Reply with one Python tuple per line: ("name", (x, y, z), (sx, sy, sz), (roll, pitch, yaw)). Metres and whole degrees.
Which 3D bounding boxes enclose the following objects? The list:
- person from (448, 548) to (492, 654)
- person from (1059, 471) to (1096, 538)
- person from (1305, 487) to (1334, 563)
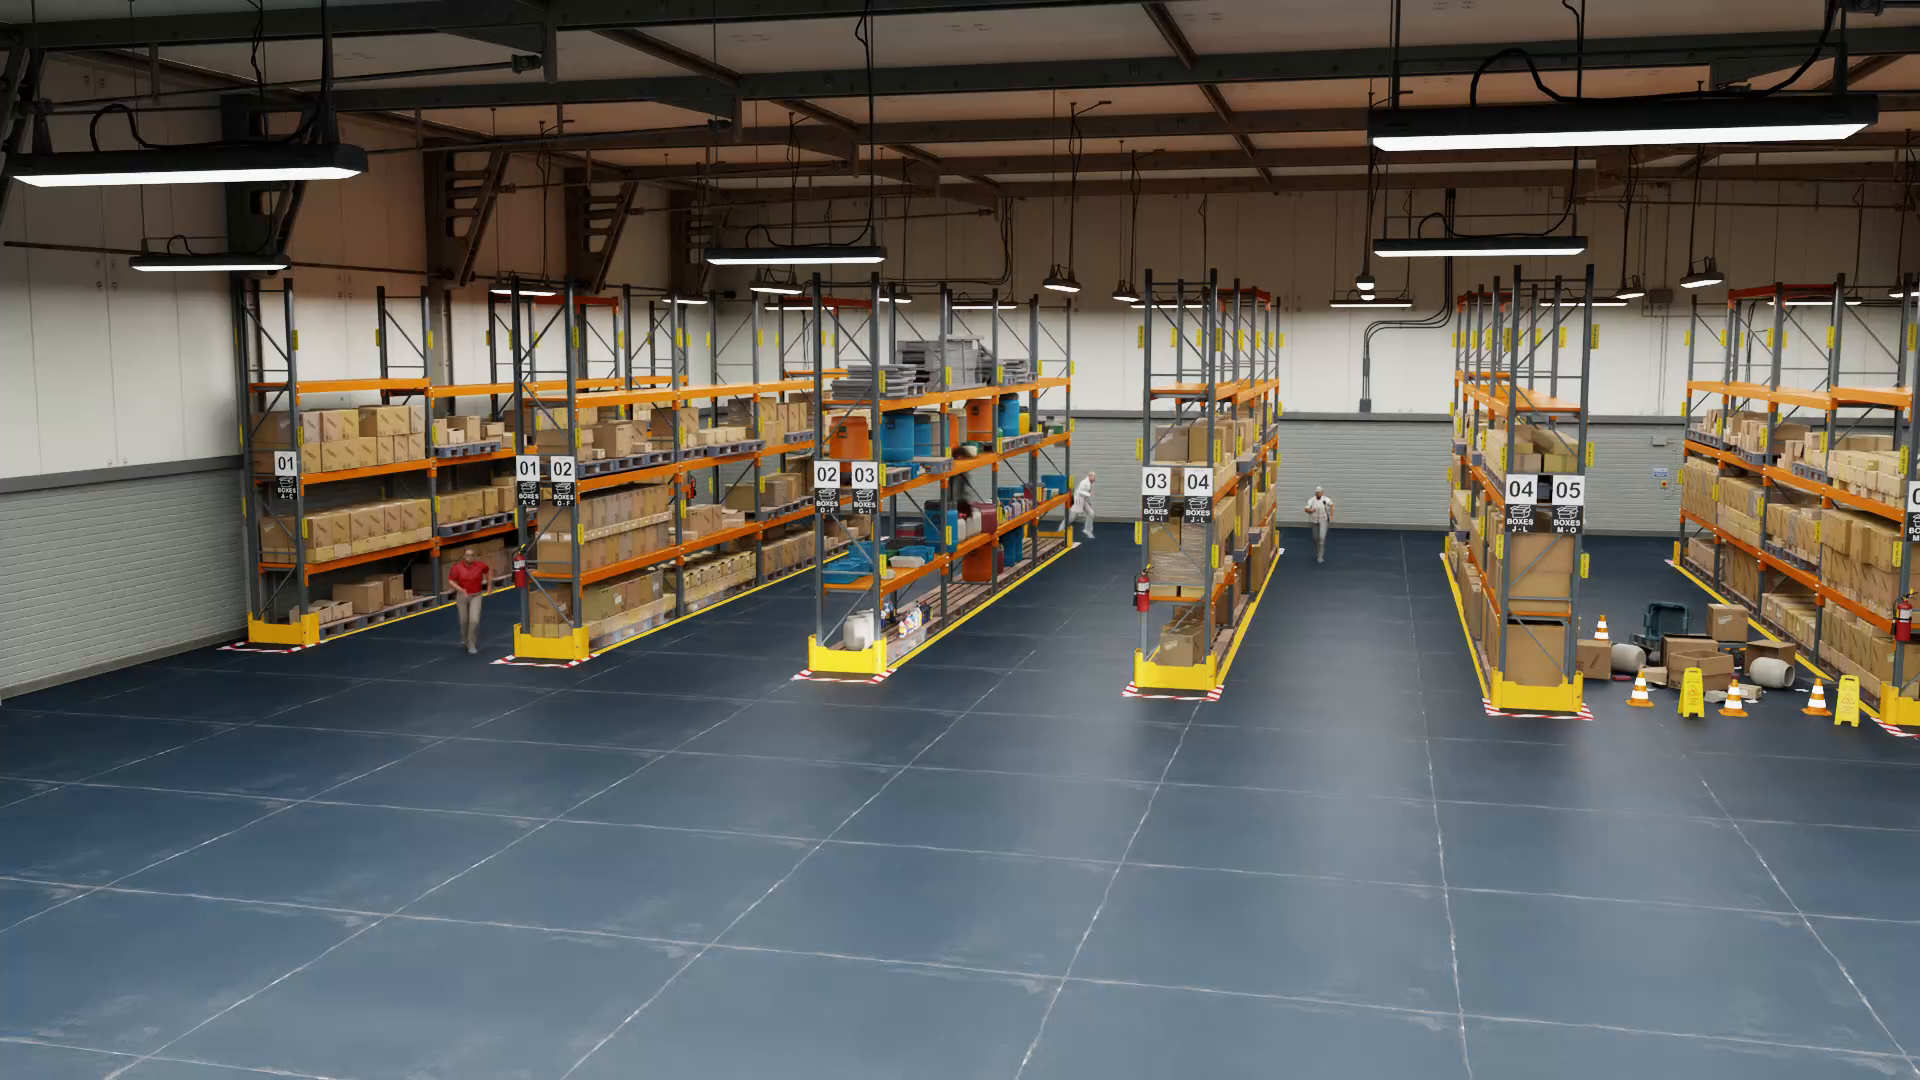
("person", (-7.919, 0.974, 26.918), (0.640, 1.753, 0.900), (-1, 7, -11))
("person", (3.030, -0.901, 42.505), (1.068, 1.743, 0.760), (3, 8, 26))
("person", (8.168, -0.382, 37.879), (0.597, 1.689, 0.875), (2, 7, 19))
